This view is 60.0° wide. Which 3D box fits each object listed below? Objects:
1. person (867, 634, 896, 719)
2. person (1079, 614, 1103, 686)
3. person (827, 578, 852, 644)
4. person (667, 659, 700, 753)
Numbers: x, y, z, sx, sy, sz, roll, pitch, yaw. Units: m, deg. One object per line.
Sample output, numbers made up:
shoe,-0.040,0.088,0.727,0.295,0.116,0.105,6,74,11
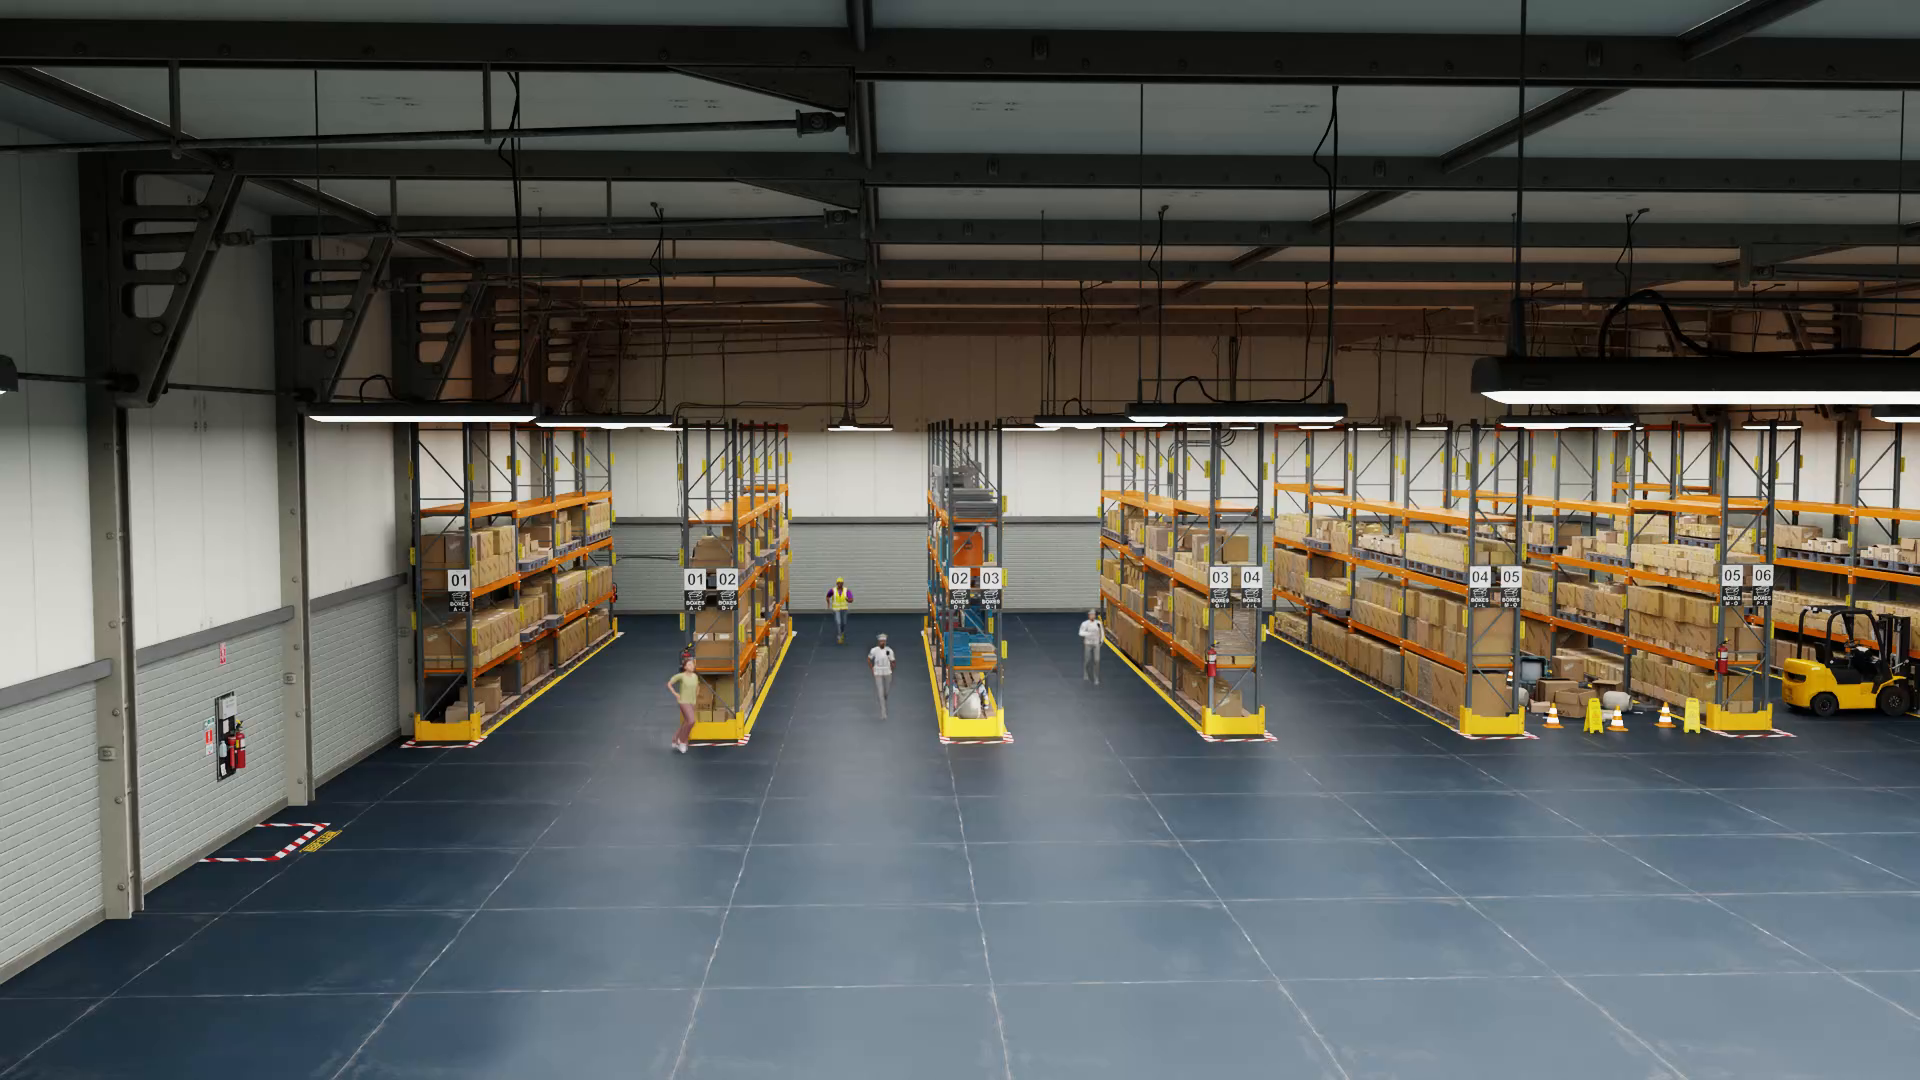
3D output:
person,-1.583,2.738,33.702,0.579,1.698,0.842,-1,4,-11
person,3.012,2.453,38.133,0.612,1.693,0.805,0,4,-6
person,-3.265,1.909,45.431,0.673,1.748,0.991,-1,4,-14
person,-4.919,2.979,30.007,0.610,1.684,0.605,3,5,39
